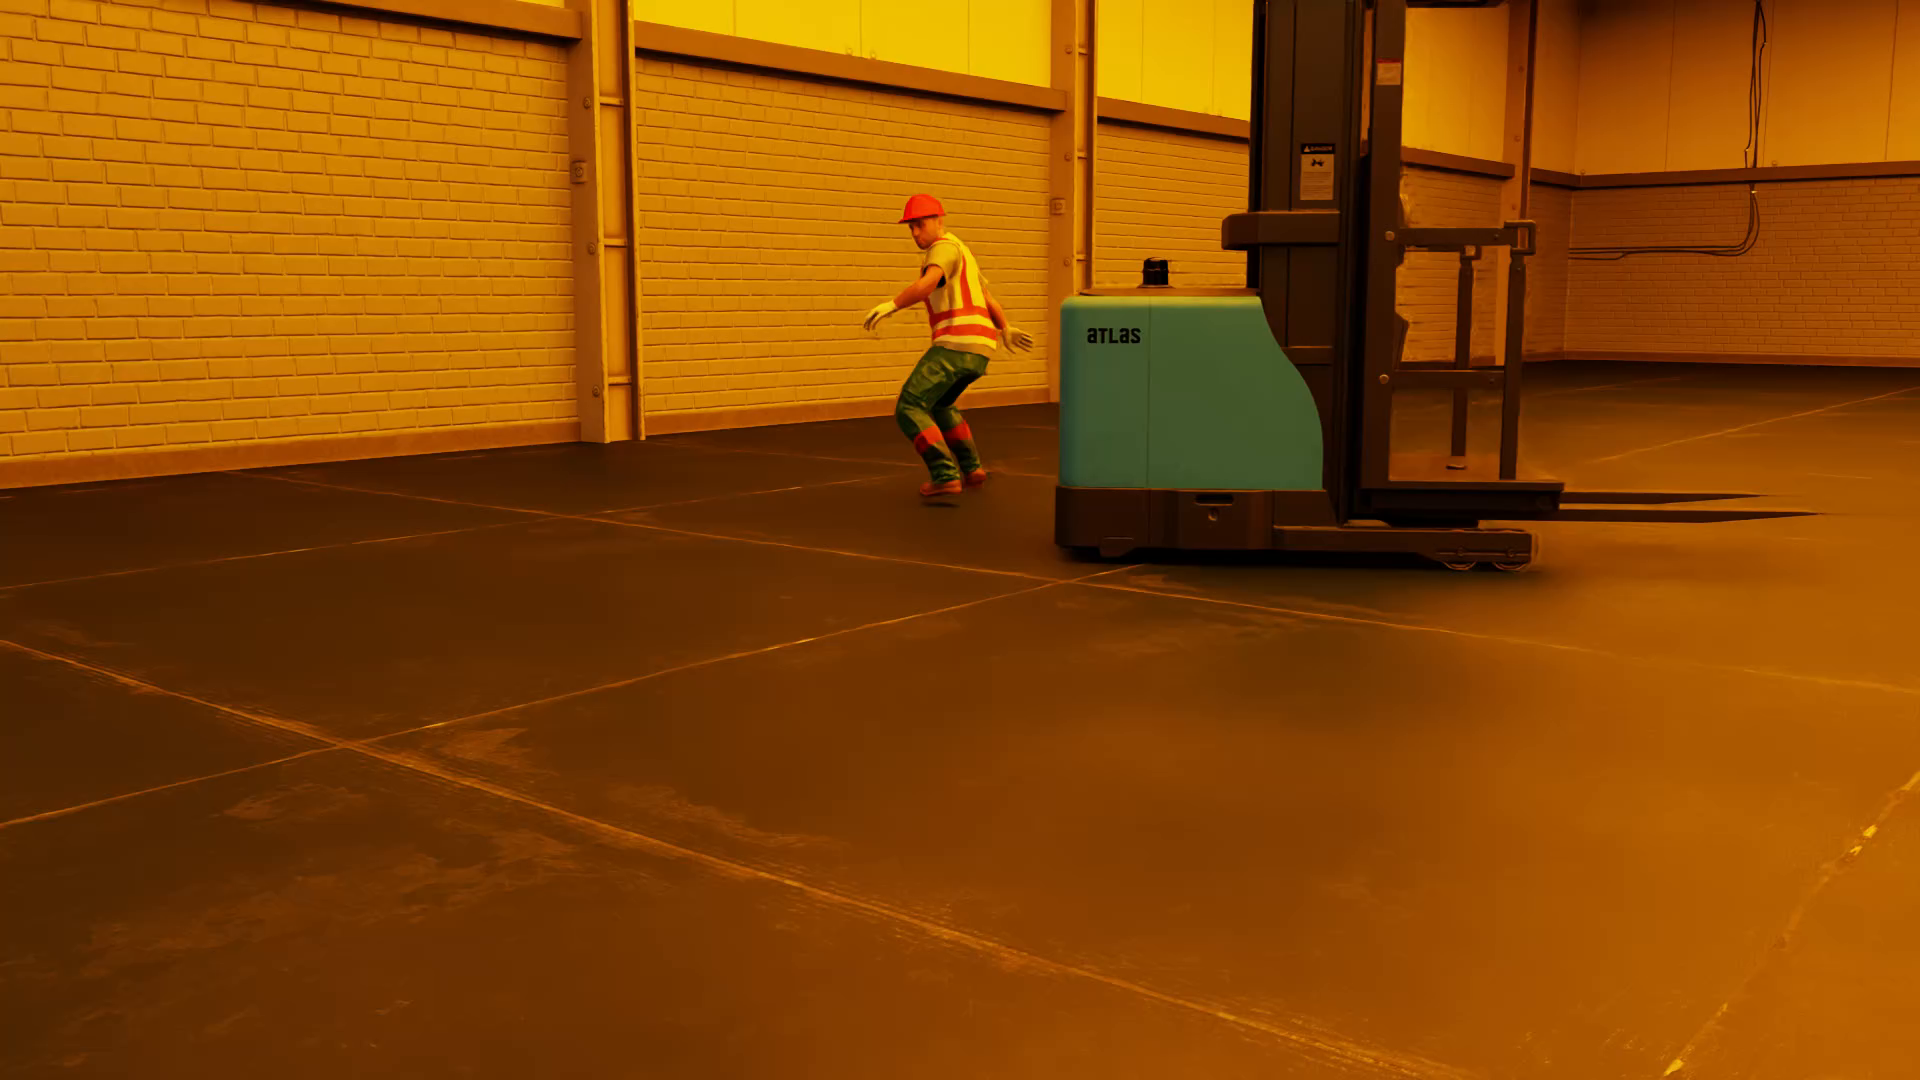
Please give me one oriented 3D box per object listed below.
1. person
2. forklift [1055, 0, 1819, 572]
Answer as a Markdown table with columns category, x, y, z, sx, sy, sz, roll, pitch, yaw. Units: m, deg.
| category | x | y | z | sx | sy | sz | roll | pitch | yaw |
| --- | --- | --- | --- | --- | --- | --- | --- | --- | --- |
| person | -0.045 | -0.987 | 8.950 | 0.587 | 1.718 | 1.086 | 3 | 9 | 22 |
| forklift | 1.940 | -1.407 | 6.896 | 3.031 | 2.935 | 1.130 | 1 | 8 | 6 |
